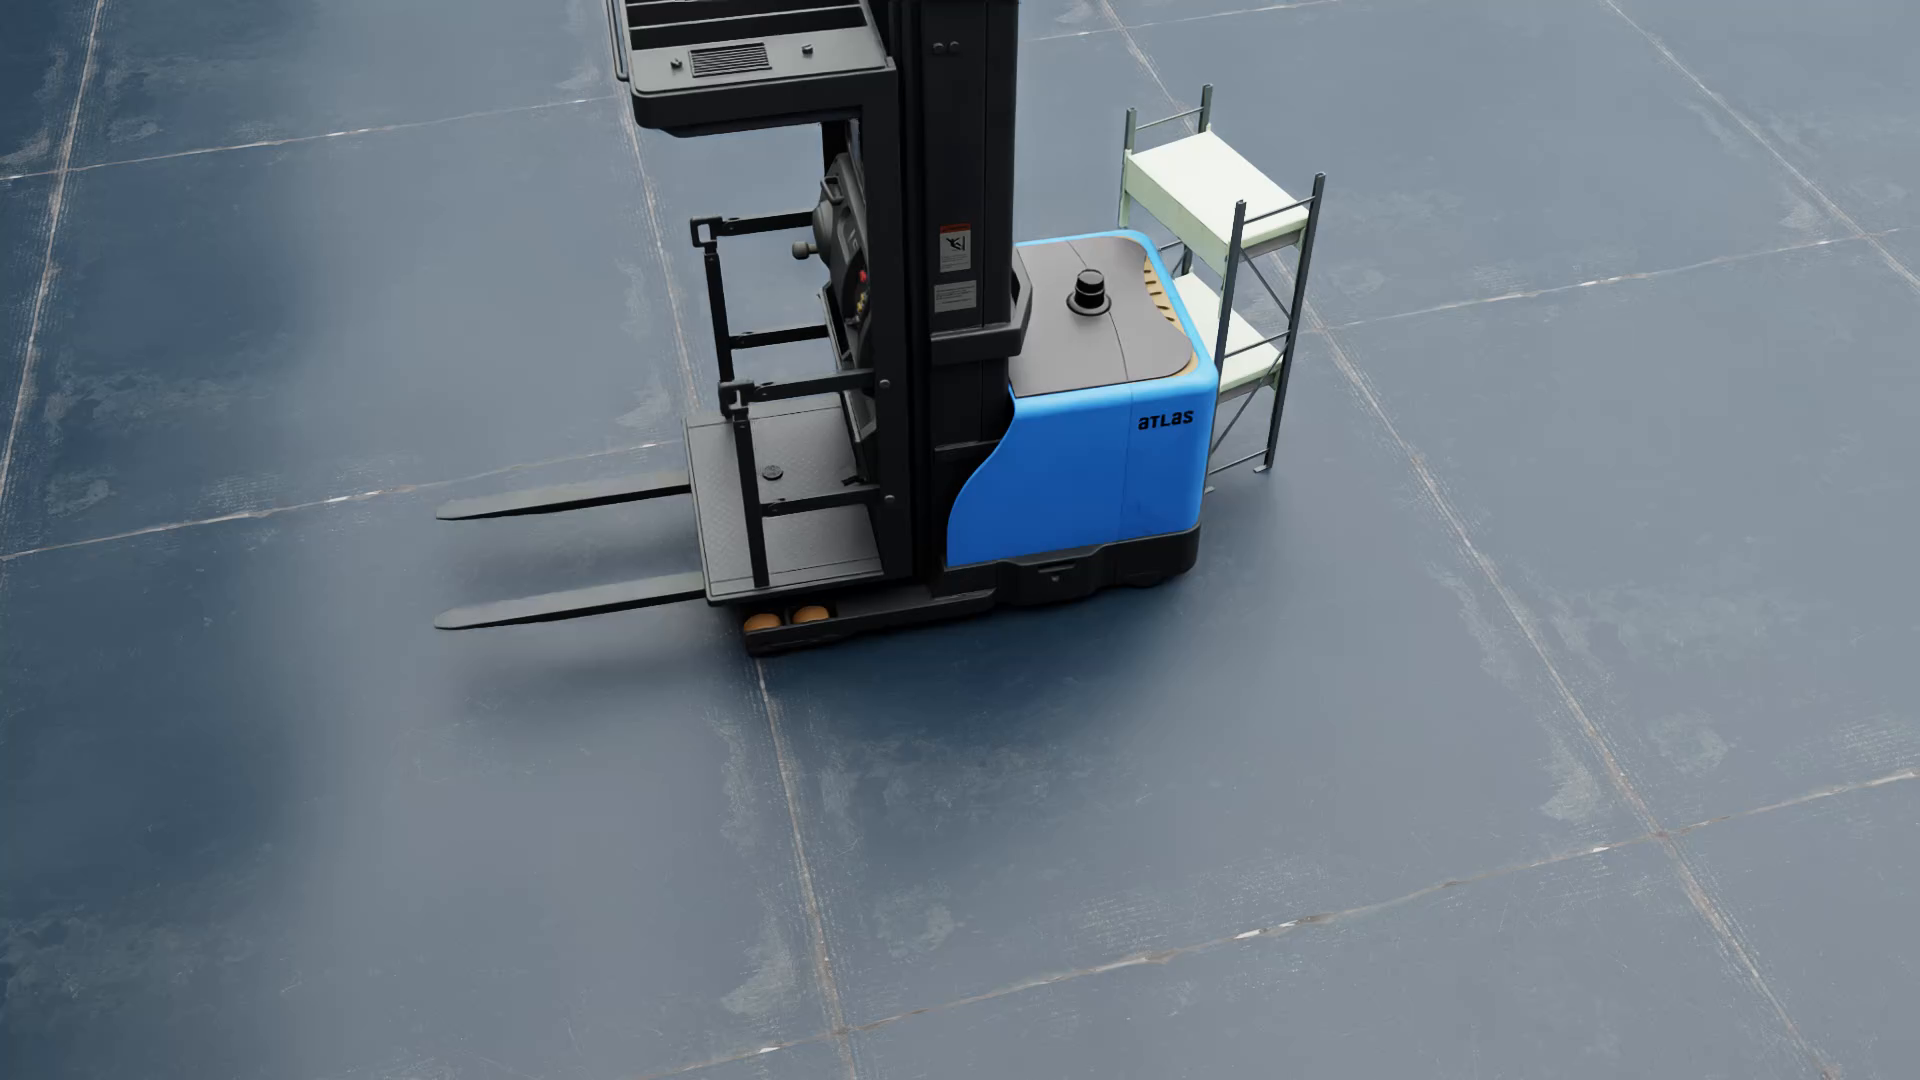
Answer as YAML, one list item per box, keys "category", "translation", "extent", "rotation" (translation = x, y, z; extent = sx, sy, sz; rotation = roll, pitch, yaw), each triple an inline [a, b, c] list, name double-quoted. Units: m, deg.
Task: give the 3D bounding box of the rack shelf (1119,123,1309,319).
- category: "rack shelf"
  translation: [1.018, -1.287, 6.666]
  extent: [0.431, 0.370, 0.720]
  rotation: [-22, 49, -20]

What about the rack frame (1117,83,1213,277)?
- category: "rack frame"
  translation: [0.840, -1.243, 7.168]
  extent: [0.400, 1.500, 0.023]
  rotation: [-22, 49, -20]

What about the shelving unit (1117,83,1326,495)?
- category: "shelving unit"
  translation: [1.018, -1.014, 6.945]
  extent: [0.431, 1.500, 0.755]
  rotation: [-22, 49, -20]

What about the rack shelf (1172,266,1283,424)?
- category: "rack shelf"
  translation: [1.018, -0.786, 7.177]
  extent: [0.431, 0.370, 0.720]
  rotation: [-22, 49, -20]

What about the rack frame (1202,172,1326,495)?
- category: "rack frame"
  translation: [1.196, -0.786, 6.721]
  extent: [0.400, 1.500, 0.023]
  rotation: [-22, 49, -20]

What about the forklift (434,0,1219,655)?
- category: "forklift"
  translation: [-0.599, -0.992, 5.921]
  extent: [3.031, 2.935, 1.130]
  rotation: [-9, 46, -8]
